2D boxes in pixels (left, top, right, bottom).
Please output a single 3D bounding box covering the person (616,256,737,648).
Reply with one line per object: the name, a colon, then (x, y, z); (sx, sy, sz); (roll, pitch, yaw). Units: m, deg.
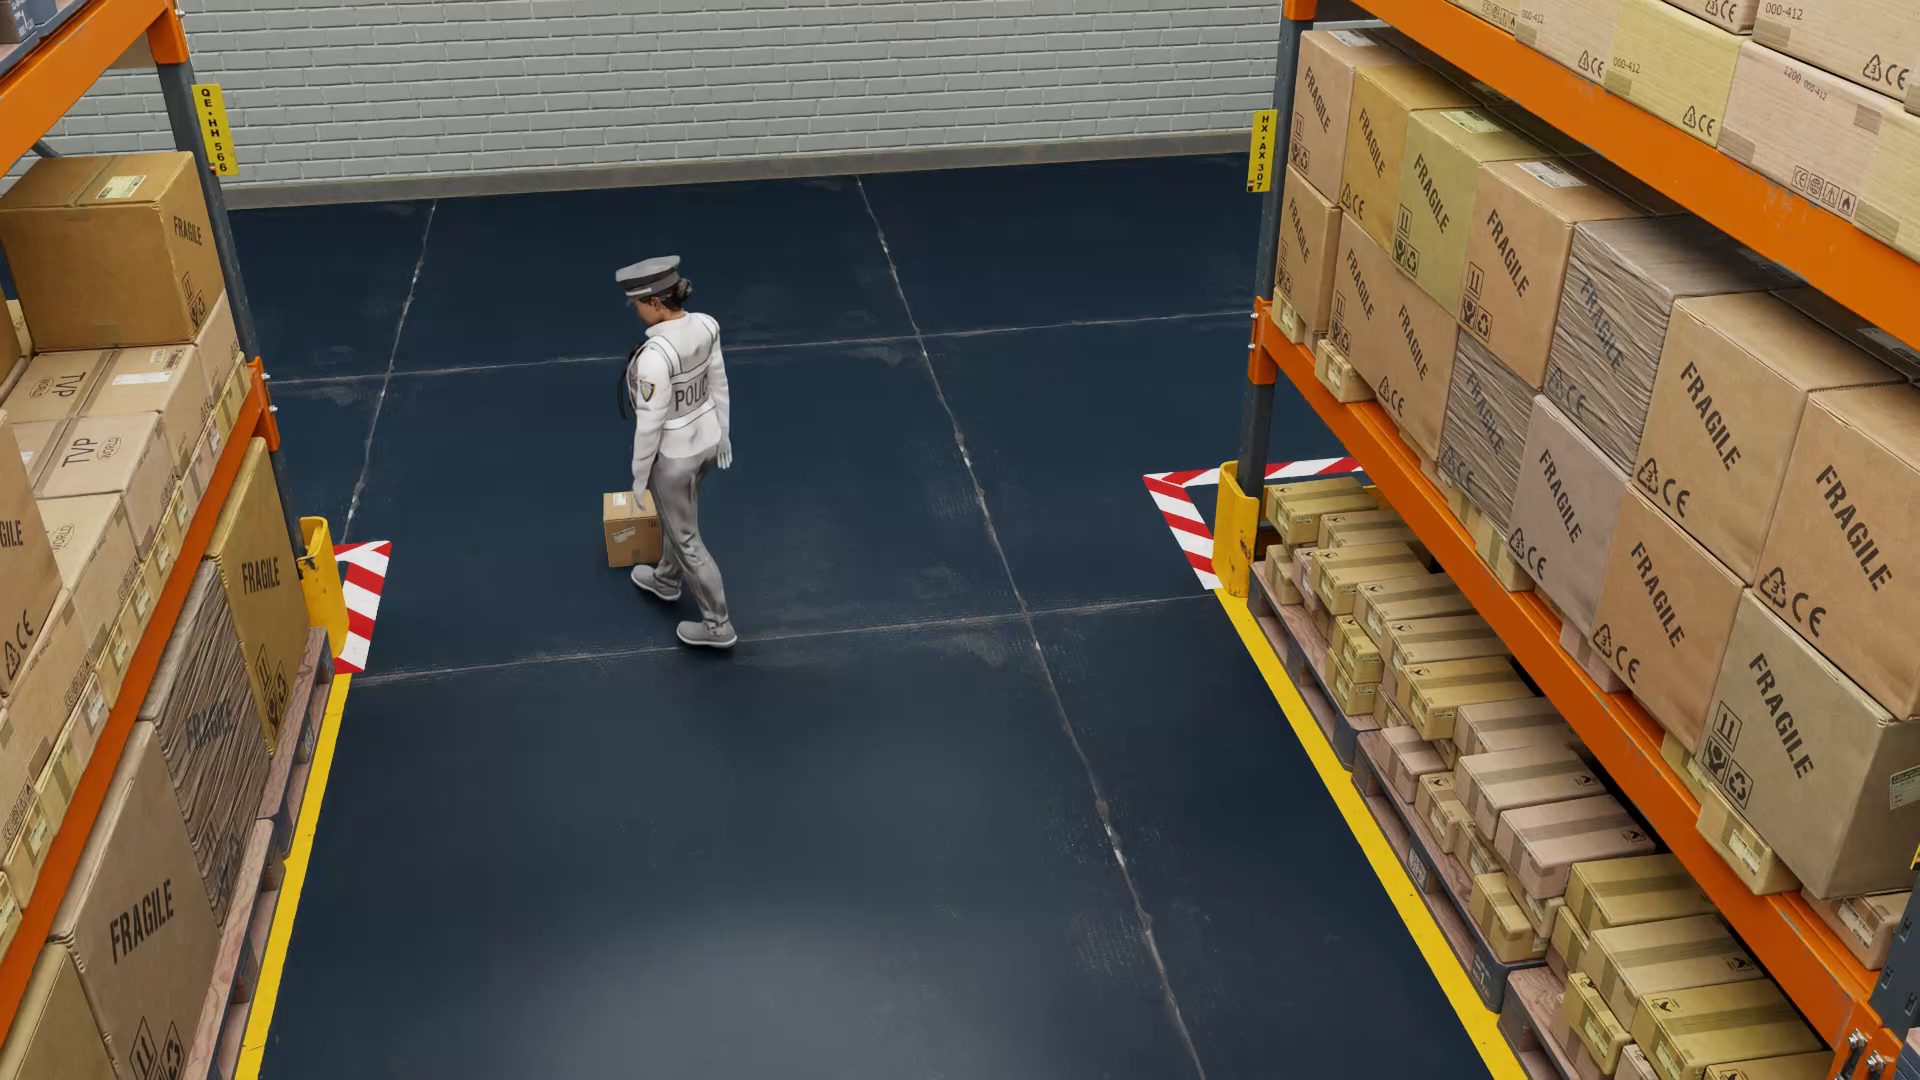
person: (-1.215, -0.364, 6.709); (0.704, 1.649, 0.524); (15, 34, 23)
